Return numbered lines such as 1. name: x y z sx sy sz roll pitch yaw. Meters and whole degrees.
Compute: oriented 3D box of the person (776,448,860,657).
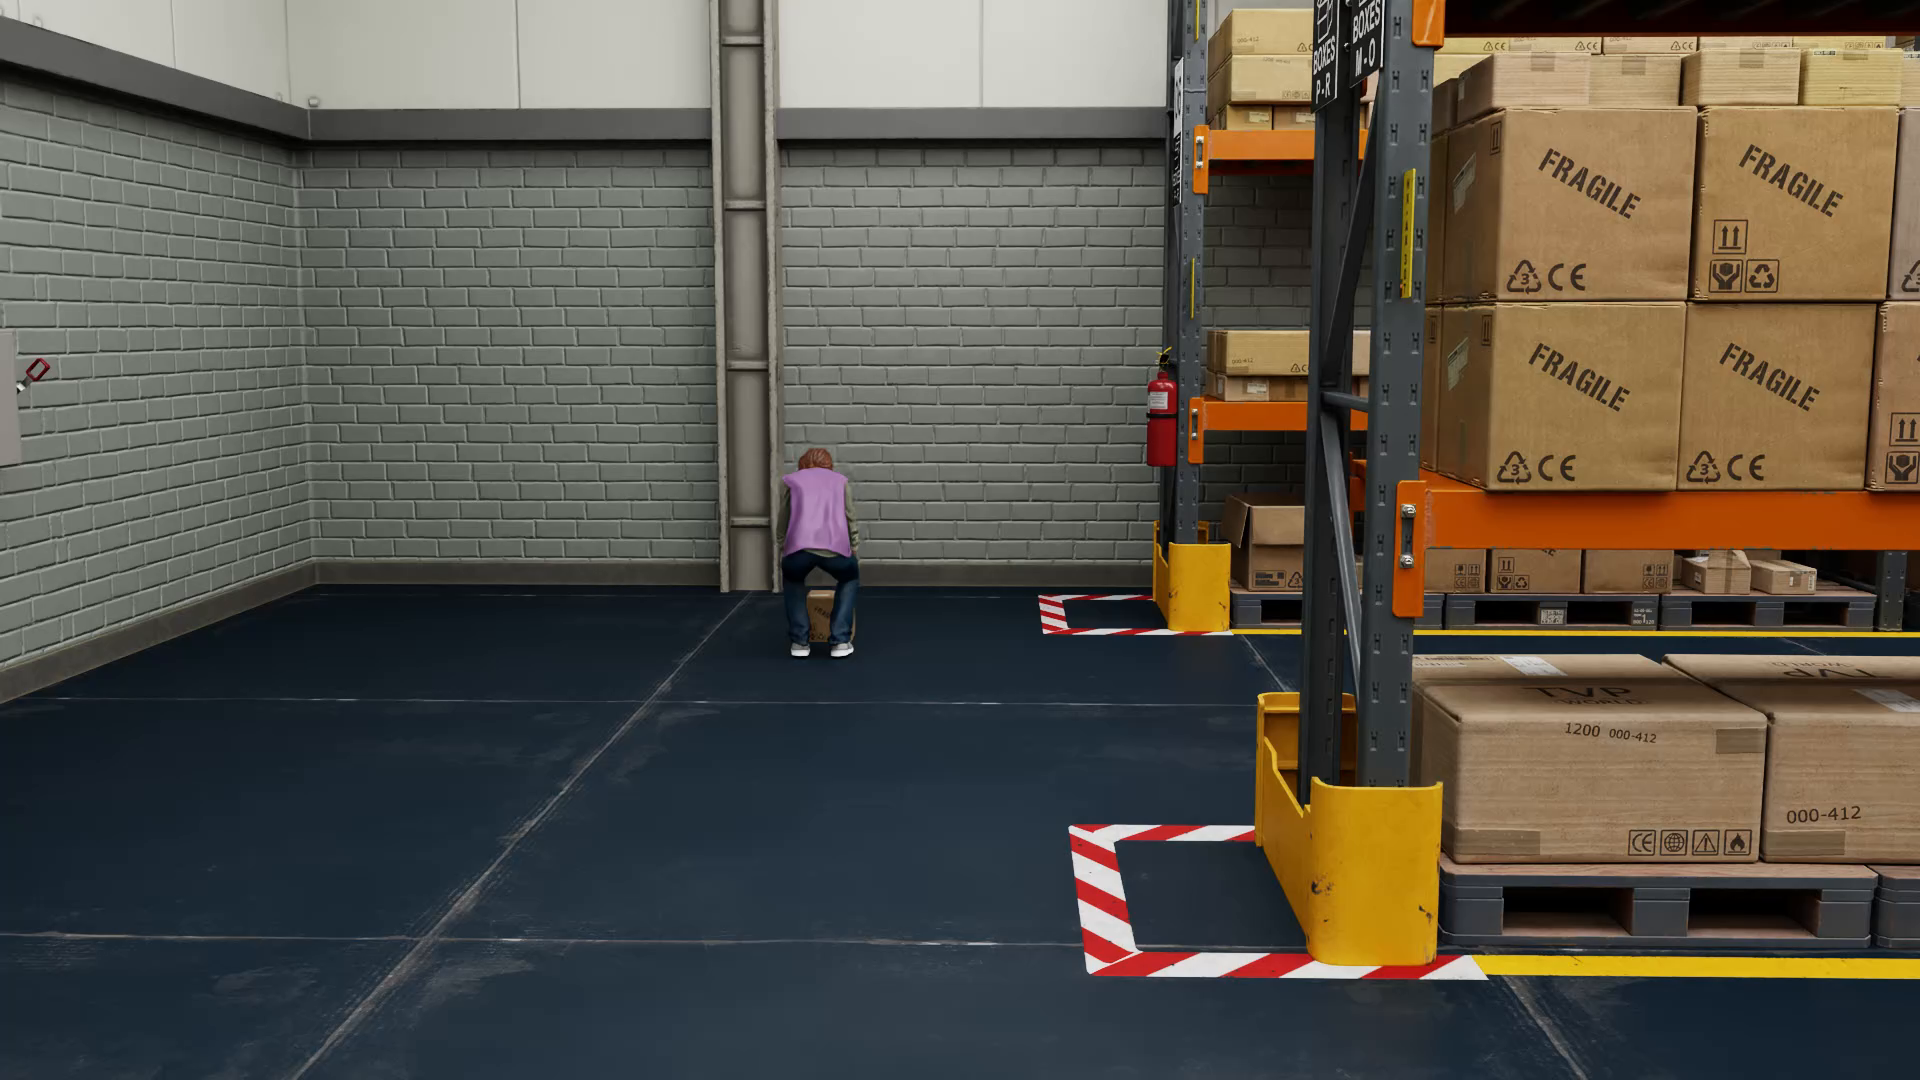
1. person: -0.766 0.069 8.818 0.460 1.075 0.754 0 7 1
